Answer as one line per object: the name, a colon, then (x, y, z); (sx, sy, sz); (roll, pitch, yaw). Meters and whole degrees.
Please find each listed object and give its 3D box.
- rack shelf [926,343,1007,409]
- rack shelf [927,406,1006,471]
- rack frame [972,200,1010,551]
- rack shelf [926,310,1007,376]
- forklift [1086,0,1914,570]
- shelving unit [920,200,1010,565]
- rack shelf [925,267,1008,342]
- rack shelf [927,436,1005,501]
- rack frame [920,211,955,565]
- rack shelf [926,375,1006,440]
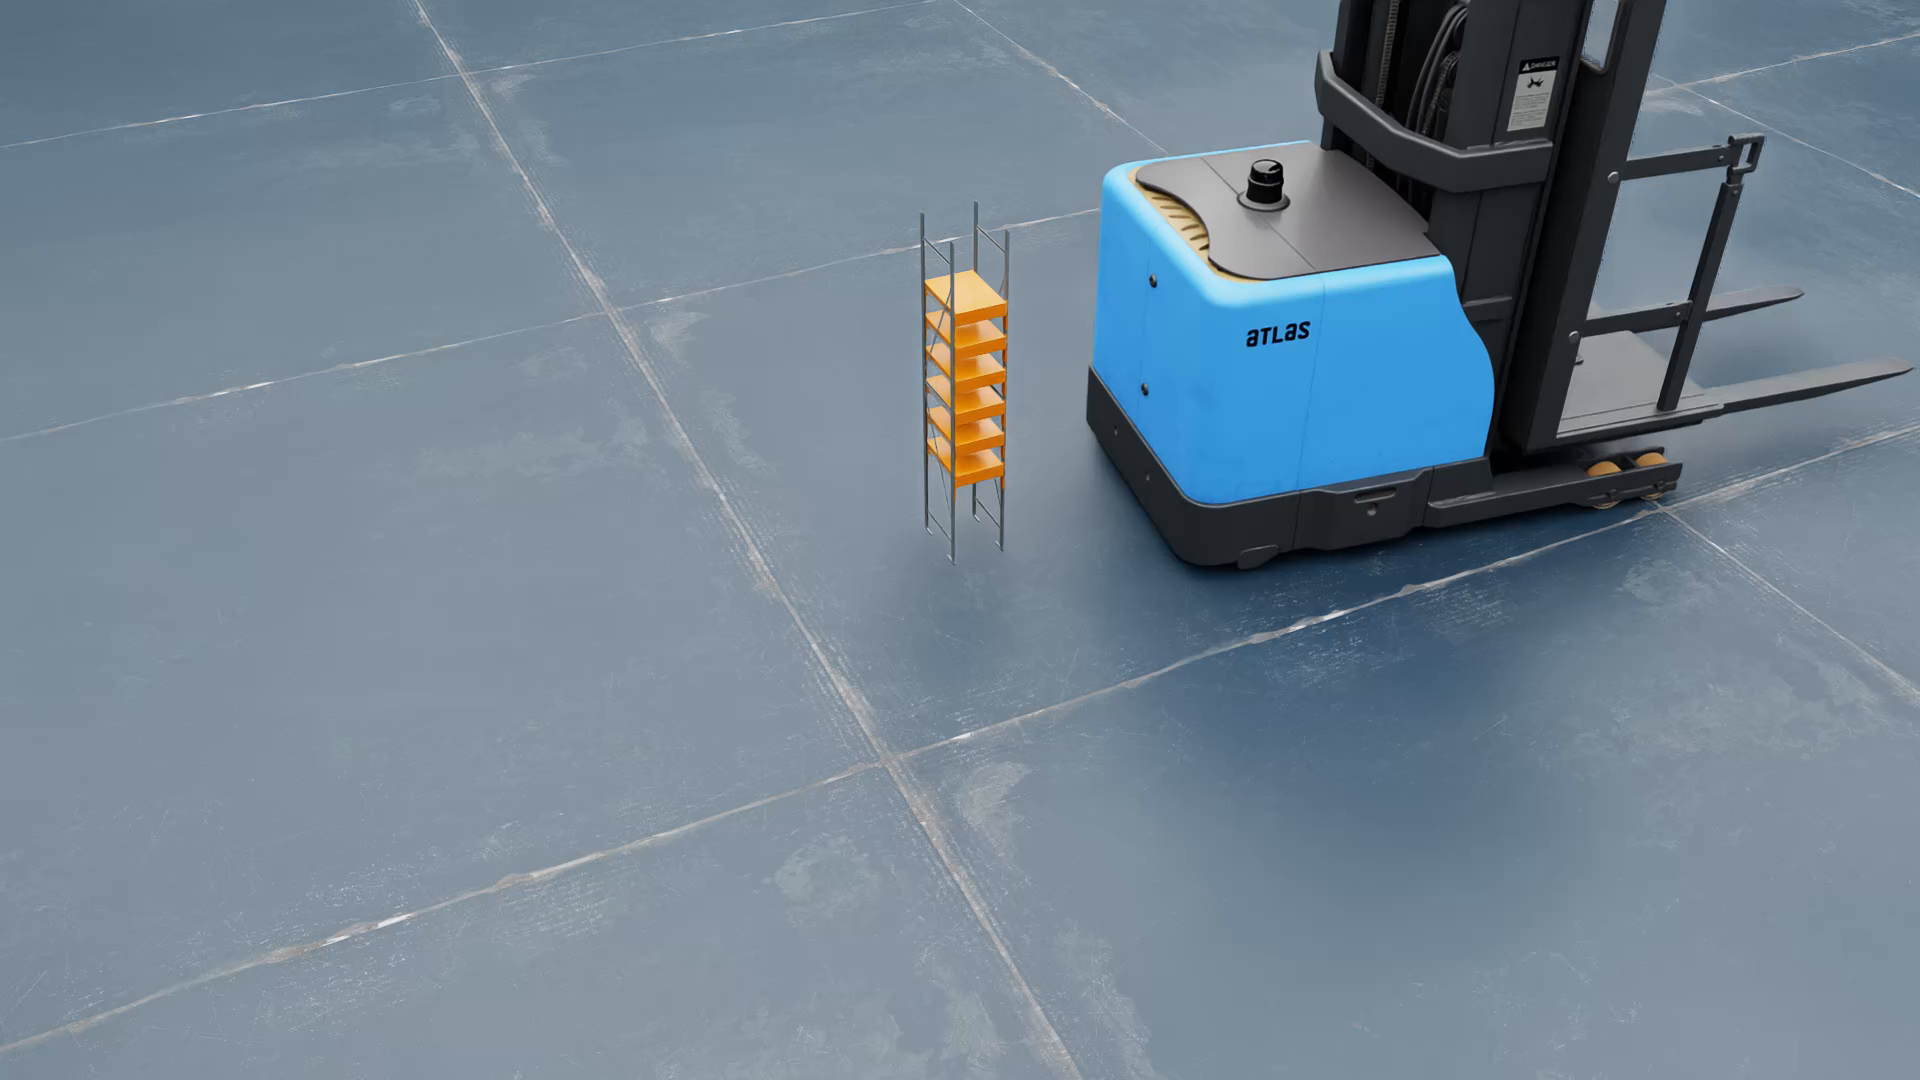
rack shelf: (0.013, -0.546, 5.352); (0.180, 0.103, 0.258); (-16, 39, -20)
rack shelf: (0.013, -0.354, 5.495); (0.180, 0.103, 0.258); (-16, 39, -20)
rack frame: (0.096, -0.509, 5.429); (0.006, 1.200, 0.240); (-16, 39, -20)
rack shelf: (0.013, -0.643, 5.281); (0.180, 0.103, 0.258); (-16, 39, -20)
forklift: (2.048, -1.578, 5.417); (3.031, 2.935, 1.130); (-10, 38, -13)
shelving unit: (0.013, -0.486, 5.398); (0.189, 1.200, 0.258); (-16, 39, -20)
rack shelf: (0.013, -0.739, 5.210); (0.180, 0.103, 0.258); (-16, 39, -20)
rack shelf: (0.013, -0.257, 5.567); (0.180, 0.103, 0.258); (-16, 39, -20)
rack frame: (-0.070, -0.462, 5.366); (0.006, 1.200, 0.240); (-16, 39, -20)
rack shelf: (0.013, -0.450, 5.424); (0.180, 0.103, 0.258); (-16, 39, -20)
